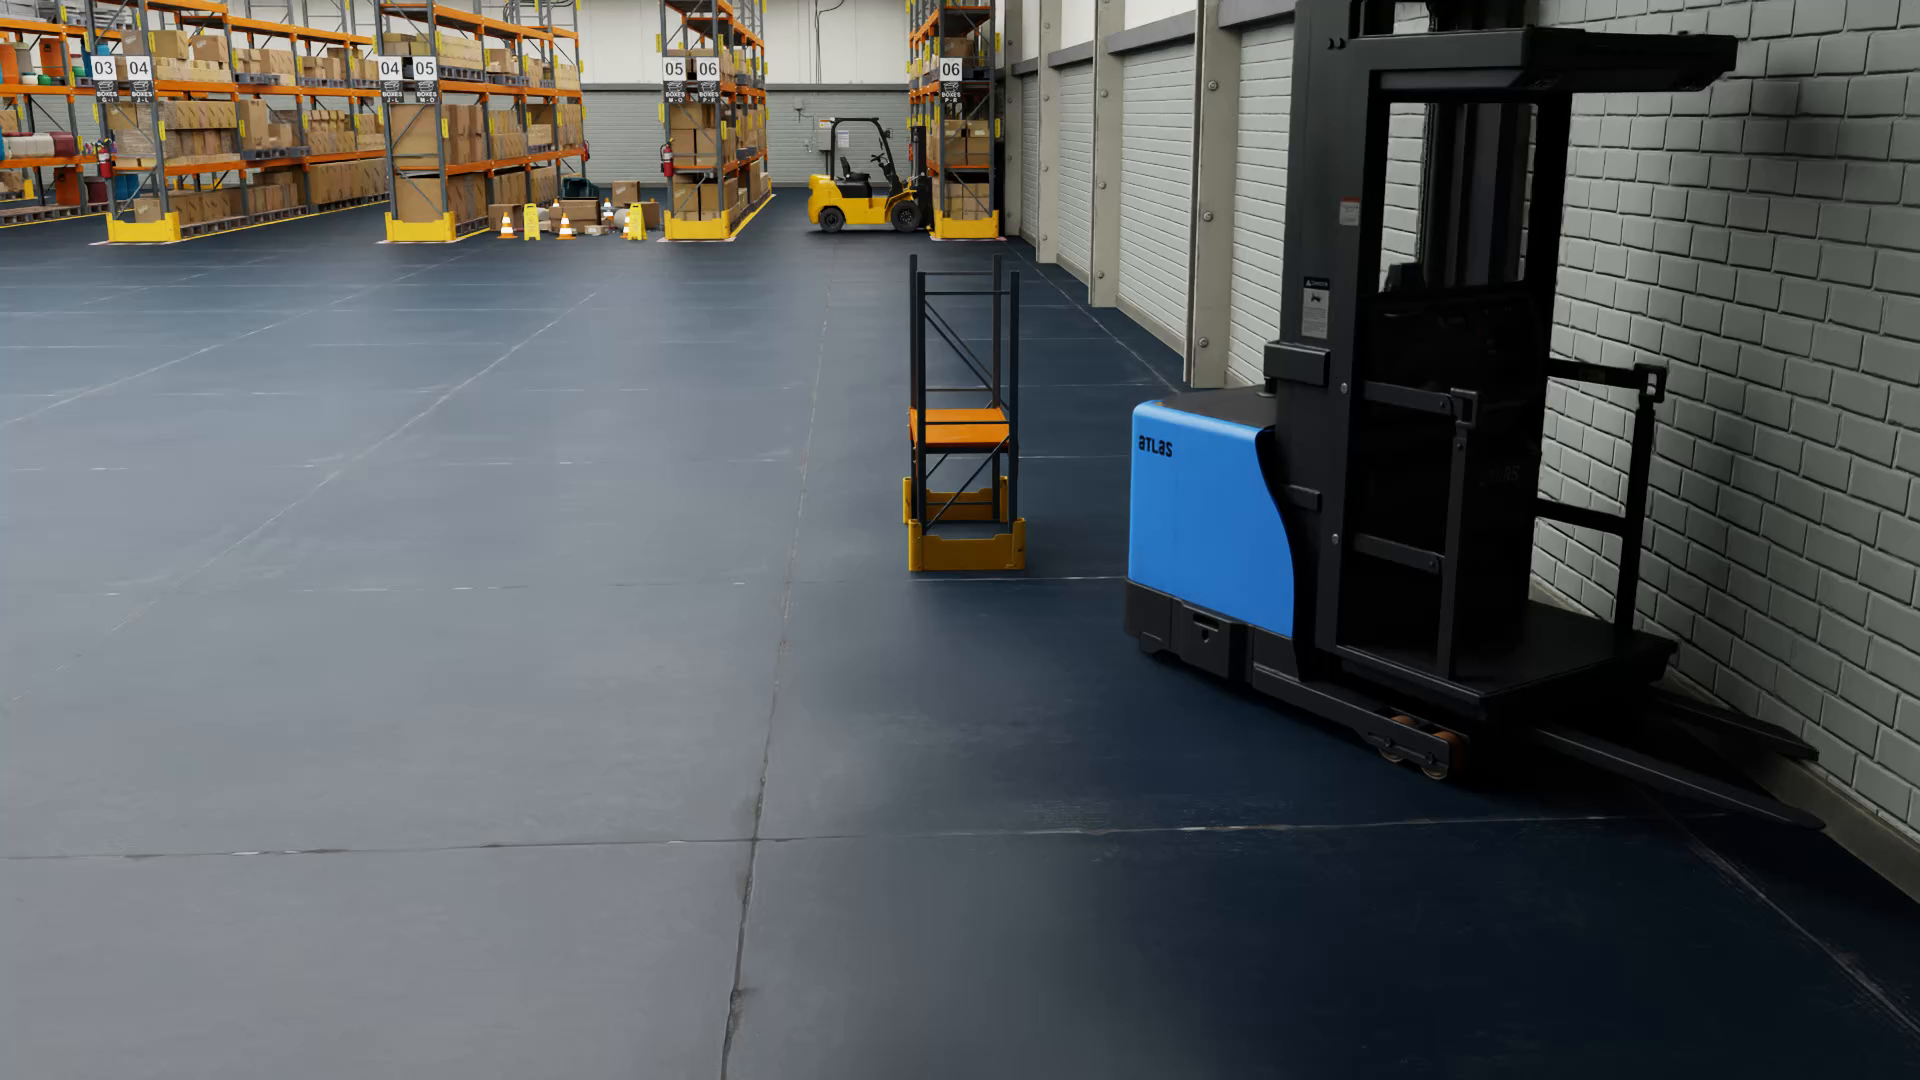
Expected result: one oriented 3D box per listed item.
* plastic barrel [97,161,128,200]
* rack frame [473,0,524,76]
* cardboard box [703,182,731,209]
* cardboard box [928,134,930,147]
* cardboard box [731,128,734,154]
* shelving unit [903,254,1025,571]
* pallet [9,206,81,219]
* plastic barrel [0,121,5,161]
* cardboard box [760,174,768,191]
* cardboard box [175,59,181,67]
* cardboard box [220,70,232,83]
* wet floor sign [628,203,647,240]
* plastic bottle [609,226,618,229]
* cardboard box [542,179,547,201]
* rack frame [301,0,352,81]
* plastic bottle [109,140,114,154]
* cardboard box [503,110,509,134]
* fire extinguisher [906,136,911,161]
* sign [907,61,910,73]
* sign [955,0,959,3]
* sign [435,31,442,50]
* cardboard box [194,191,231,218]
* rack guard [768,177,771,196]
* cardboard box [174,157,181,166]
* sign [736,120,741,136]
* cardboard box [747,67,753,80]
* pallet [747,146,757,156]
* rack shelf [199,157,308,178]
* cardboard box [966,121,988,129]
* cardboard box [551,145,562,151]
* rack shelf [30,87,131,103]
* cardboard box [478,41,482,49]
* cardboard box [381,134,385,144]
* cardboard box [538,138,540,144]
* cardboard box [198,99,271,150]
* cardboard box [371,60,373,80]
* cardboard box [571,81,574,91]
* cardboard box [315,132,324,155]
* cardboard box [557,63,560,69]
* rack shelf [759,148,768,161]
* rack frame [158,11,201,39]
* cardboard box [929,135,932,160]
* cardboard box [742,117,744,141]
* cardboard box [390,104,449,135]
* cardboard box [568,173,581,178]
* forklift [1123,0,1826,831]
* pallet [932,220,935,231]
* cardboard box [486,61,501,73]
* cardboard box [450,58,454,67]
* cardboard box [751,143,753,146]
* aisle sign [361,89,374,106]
[{"bbox_3d":[-20.344,-8.628,39.908,0.600,0.901,0.708,-1,14,-3],"label":"plastic barrel"},{"bbox_3d":[-10.257,-11.791,36.793,1.000,3.000,0.127,-1,14,-3],"label":"rack frame"},{"bbox_3d":[-4.640,-6.573,31.724,0.500,0.500,0.500,-1,14,-6],"label":"cardboard box"},{"bbox_3d":[-0.407,-8.357,34.786,0.500,0.250,0.500,-1,14,-5],"label":"cardboard box"},{"bbox_3d":[-4.724,-7.821,32.607,0.500,0.500,0.500,0,14,-2],"label":"cardboard box"},{"bbox_3d":[0.005,-0.707,8.766,0.587,1.500,1.083,-1,14,-3],"label":"shelving unit"},{"bbox_3d":[-20.148,-7.214,36.640,1.003,0.211,1.213,-1,14,-3],"label":"pallet"},{"bbox_3d":[-19.631,-8.106,33.507,0.600,0.901,0.708,-1,14,-3],"label":"plastic barrel"},{"bbox_3d":[-5.613,-9.549,44.419,0.875,0.438,0.875,0,14,-2],"label":"cardboard box"},{"bbox_3d":[-14.519,-8.746,30.479,0.380,0.149,0.250,-1,14,-4],"label":"cardboard box"},{"bbox_3d":[-14.677,-9.110,32.695,0.500,0.250,0.500,0,14,-1],"label":"cardboard box"},{"bbox_3d":[-5.883,-5.793,30.248,0.267,0.644,0.232,4,15,16],"label":"wet floor sign"},{"bbox_3d":[-6.867,-6.219,33.075,0.133,0.061,0.283,2,15,6],"label":"plastic bottle"},{"bbox_3d":[-10.117,-8.311,39.481,0.500,0.500,0.500,-1,14,-5],"label":"cardboard box"},{"bbox_3d":[-15.461,-12.734,40.460,1.000,3.000,0.127,-1,14,-3],"label":"rack frame"},{"bbox_3d":[-19.953,-9.231,38.983,0.144,0.351,0.185,-1,14,-3],"label":"plastic bottle"},{"bbox_3d":[-10.172,-9.053,35.985,0.700,0.500,0.500,-1,14,-4],"label":"cardboard box"},{"bbox_3d":[-1.335,-10.866,46.140,0.296,0.674,0.183,-1,14,-3],"label":"fire extinguisher"},{"bbox_3d":[-1.406,-12.922,45.454,0.100,0.325,0.005,-1,14,-3],"label":"sign"},{"bbox_3d":[-0.063,-13.504,41.259,0.100,0.325,0.005,-1,14,-3],"label":"sign"},{"bbox_3d":[-9.207,-8.817,29.343,0.100,0.325,0.005,-1,14,-3],"label":"sign"},{"bbox_3d":[-14.981,-6.732,33.345,0.500,0.500,0.500,-1,14,-5],"label":"cardboard box"},{"bbox_3d":[-5.820,-9.772,46.003,1.175,0.500,0.348,-1,14,-3],"label":"rack guard"},{"bbox_3d":[-14.495,-6.922,30.415,0.380,0.149,0.250,-1,14,-3],"label":"cardboard box"},{"bbox_3d":[-4.534,-8.422,34.001,0.100,0.325,0.005,-1,14,-3],"label":"sign"},{"bbox_3d":[-5.306,-11.379,40.548,0.500,0.311,0.500,-1,14,-3],"label":"cardboard box"},{"bbox_3d":[-5.172,-8.719,37.277,1.213,0.211,1.003,-1,14,-3],"label":"pallet"},{"bbox_3d":[-15.090,-7.988,35.497,1.077,0.370,4.000,-1,14,-3],"label":"rack shelf"},{"bbox_3d":[0.319,-7.668,30.711,0.380,0.149,0.250,-1,14,-5],"label":"cardboard box"},{"bbox_3d":[-10.196,-9.834,41.732,0.380,0.149,0.250,0,14,-1],"label":"cardboard box"},{"bbox_3d":[-20.281,-10.359,38.693,1.077,0.370,4.000,-1,14,-3],"label":"rack shelf"},{"bbox_3d":[-9.668,-9.774,32.833,0.380,0.149,0.250,-1,14,-4],"label":"cardboard box"},{"bbox_3d":[-15.352,-10.526,43.621,0.500,0.250,0.500,-1,14,-5],"label":"cardboard box"},{"bbox_3d":[-10.182,-9.476,39.498,0.380,0.149,0.250,-1,14,-5],"label":"cardboard box"},{"bbox_3d":[-14.875,-8.533,34.124,1.000,1.000,1.000,-1,14,-3],"label":"cardboard box"},{"bbox_3d":[-15.629,-12.178,43.075,0.700,0.500,0.500,-2,15,-7],"label":"cardboard box"},{"bbox_3d":[-10.404,-11.896,43.522,0.500,0.250,0.500,0,14,-1],"label":"cardboard box"},{"bbox_3d":[-15.006,-9.136,38.313,0.500,0.500,0.500,-1,14,-5],"label":"cardboard box"},{"bbox_3d":[-10.307,-11.967,41.994,0.380,0.149,0.250,-1,14,-5],"label":"cardboard box"},{"bbox_3d":[-5.694,-10.131,43.825,1.077,0.370,4.000,-1,14,-3],"label":"rack shelf"},{"bbox_3d":[-20.653,-13.653,44.029,1.000,3.000,0.127,-1,14,-3],"label":"rack frame"},{"bbox_3d":[-0.354,-8.004,33.914,0.500,0.500,0.500,-1,14,-5],"label":"cardboard box"},{"bbox_3d":[-4.866,-8.757,35.401,0.500,0.500,0.500,-1,14,-4],"label":"cardboard box"},{"bbox_3d":[-9.746,-7.584,30.016,0.875,0.550,0.550,-1,14,-3],"label":"cardboard box"},{"bbox_3d":[-10.366,-9.732,44.517,0.380,0.149,0.250,-1,14,-5],"label":"cardboard box"},{"bbox_3d":[1.939,-0.719,5.940,1.130,2.935,3.031,-9,17,-32],"label":"forklift"},{"bbox_3d":[-0.035,-6.217,32.765,1.003,0.211,1.213,-1,14,-3],"label":"pallet"},{"bbox_3d":[-9.914,-9.999,35.074,0.396,0.266,0.258,-1,14,-3],"label":"cardboard box"},{"bbox_3d":[-9.510,-8.758,30.485,0.380,0.149,0.250,-1,14,-3],"label":"cardboard box"},{"bbox_3d":[-5.178,-9.298,39.445,0.500,0.250,0.500,0,14,-2],"label":"cardboard box"},{"bbox_3d":[-16.013,-12.096,44.801,0.394,0.787,0.004,-1,14,-3],"label":"aisle sign"}]
